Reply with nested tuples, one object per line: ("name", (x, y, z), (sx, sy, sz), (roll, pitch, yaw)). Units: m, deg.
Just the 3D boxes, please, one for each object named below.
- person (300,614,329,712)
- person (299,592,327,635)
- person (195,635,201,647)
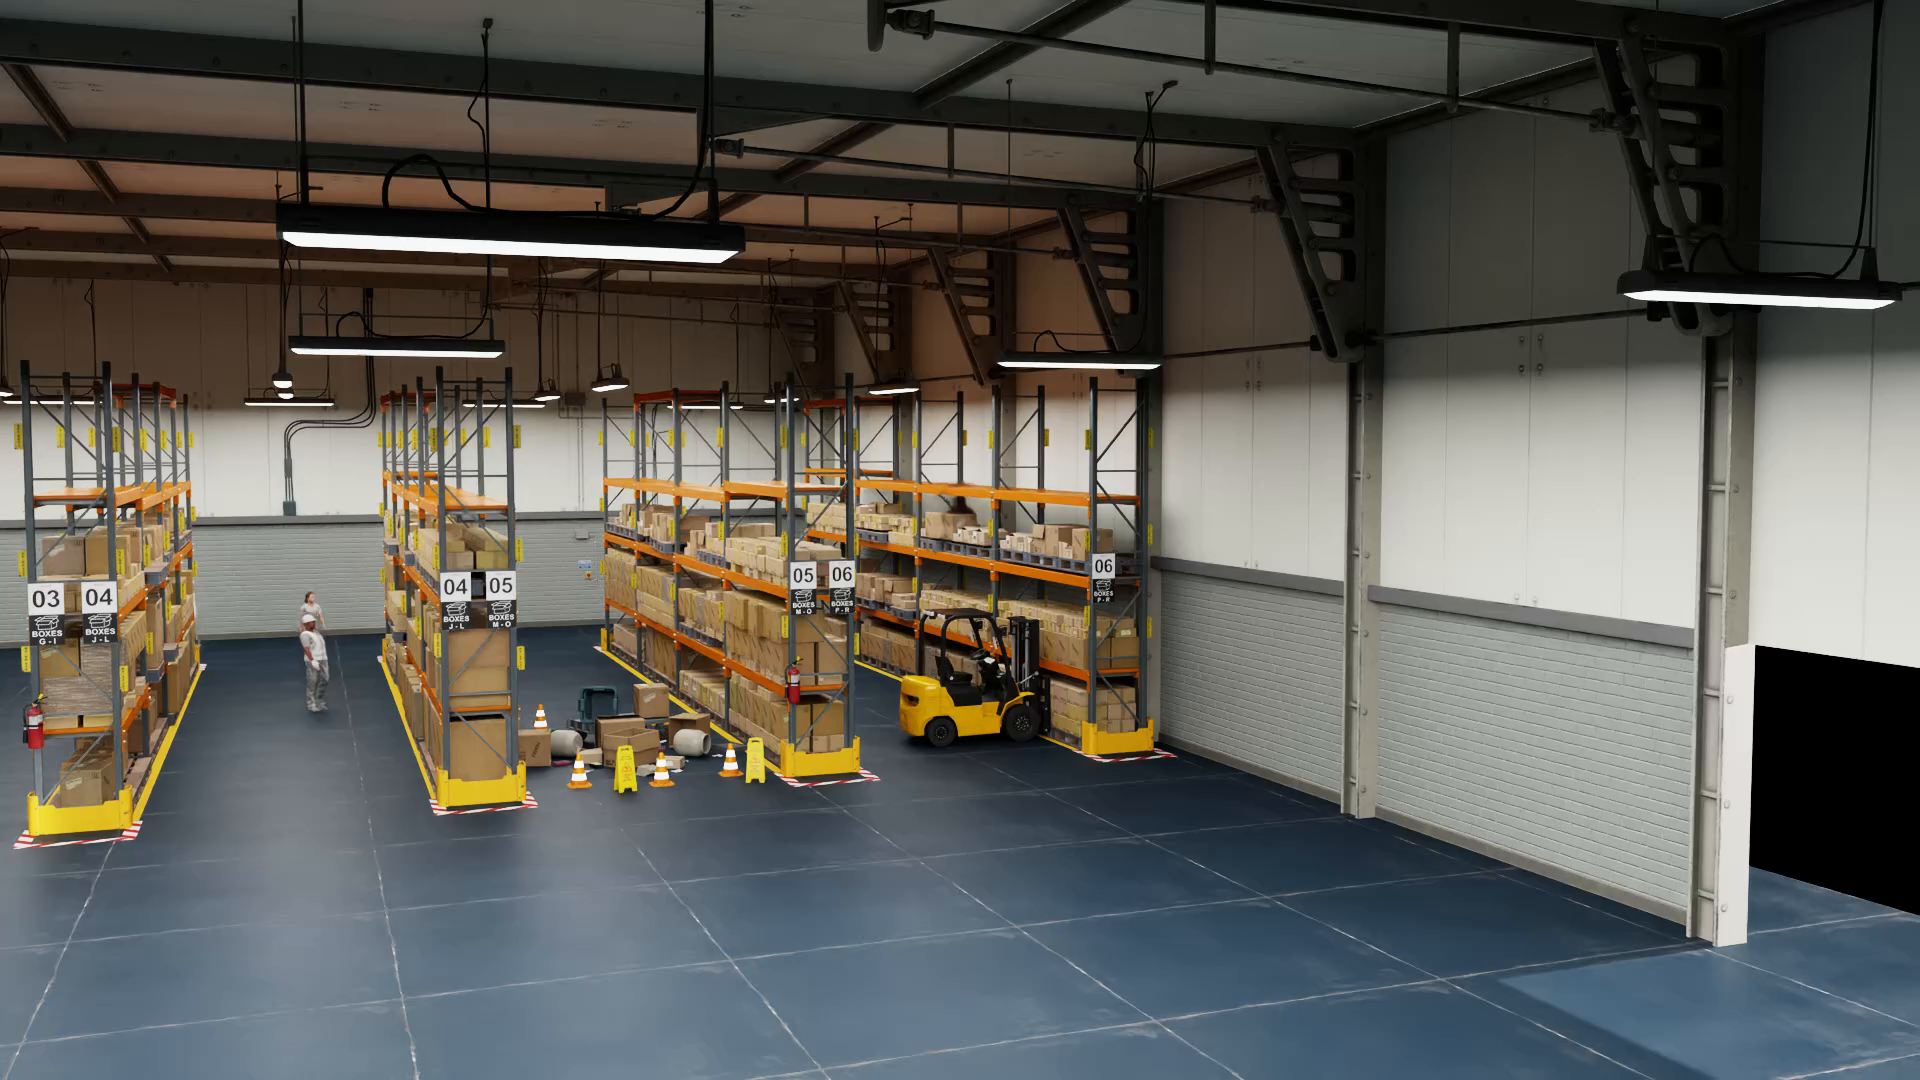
("person", (-11.885, 2.284, 30.728), (0.596, 1.831, 0.664), (1, 4, 23))
("person", (-14.386, 1.956, 36.952), (0.575, 1.613, 1.039), (-2, 4, -24))
("person", (-18.112, 1.801, 38.709), (0.602, 1.730, 1.021), (0, 3, 6))
